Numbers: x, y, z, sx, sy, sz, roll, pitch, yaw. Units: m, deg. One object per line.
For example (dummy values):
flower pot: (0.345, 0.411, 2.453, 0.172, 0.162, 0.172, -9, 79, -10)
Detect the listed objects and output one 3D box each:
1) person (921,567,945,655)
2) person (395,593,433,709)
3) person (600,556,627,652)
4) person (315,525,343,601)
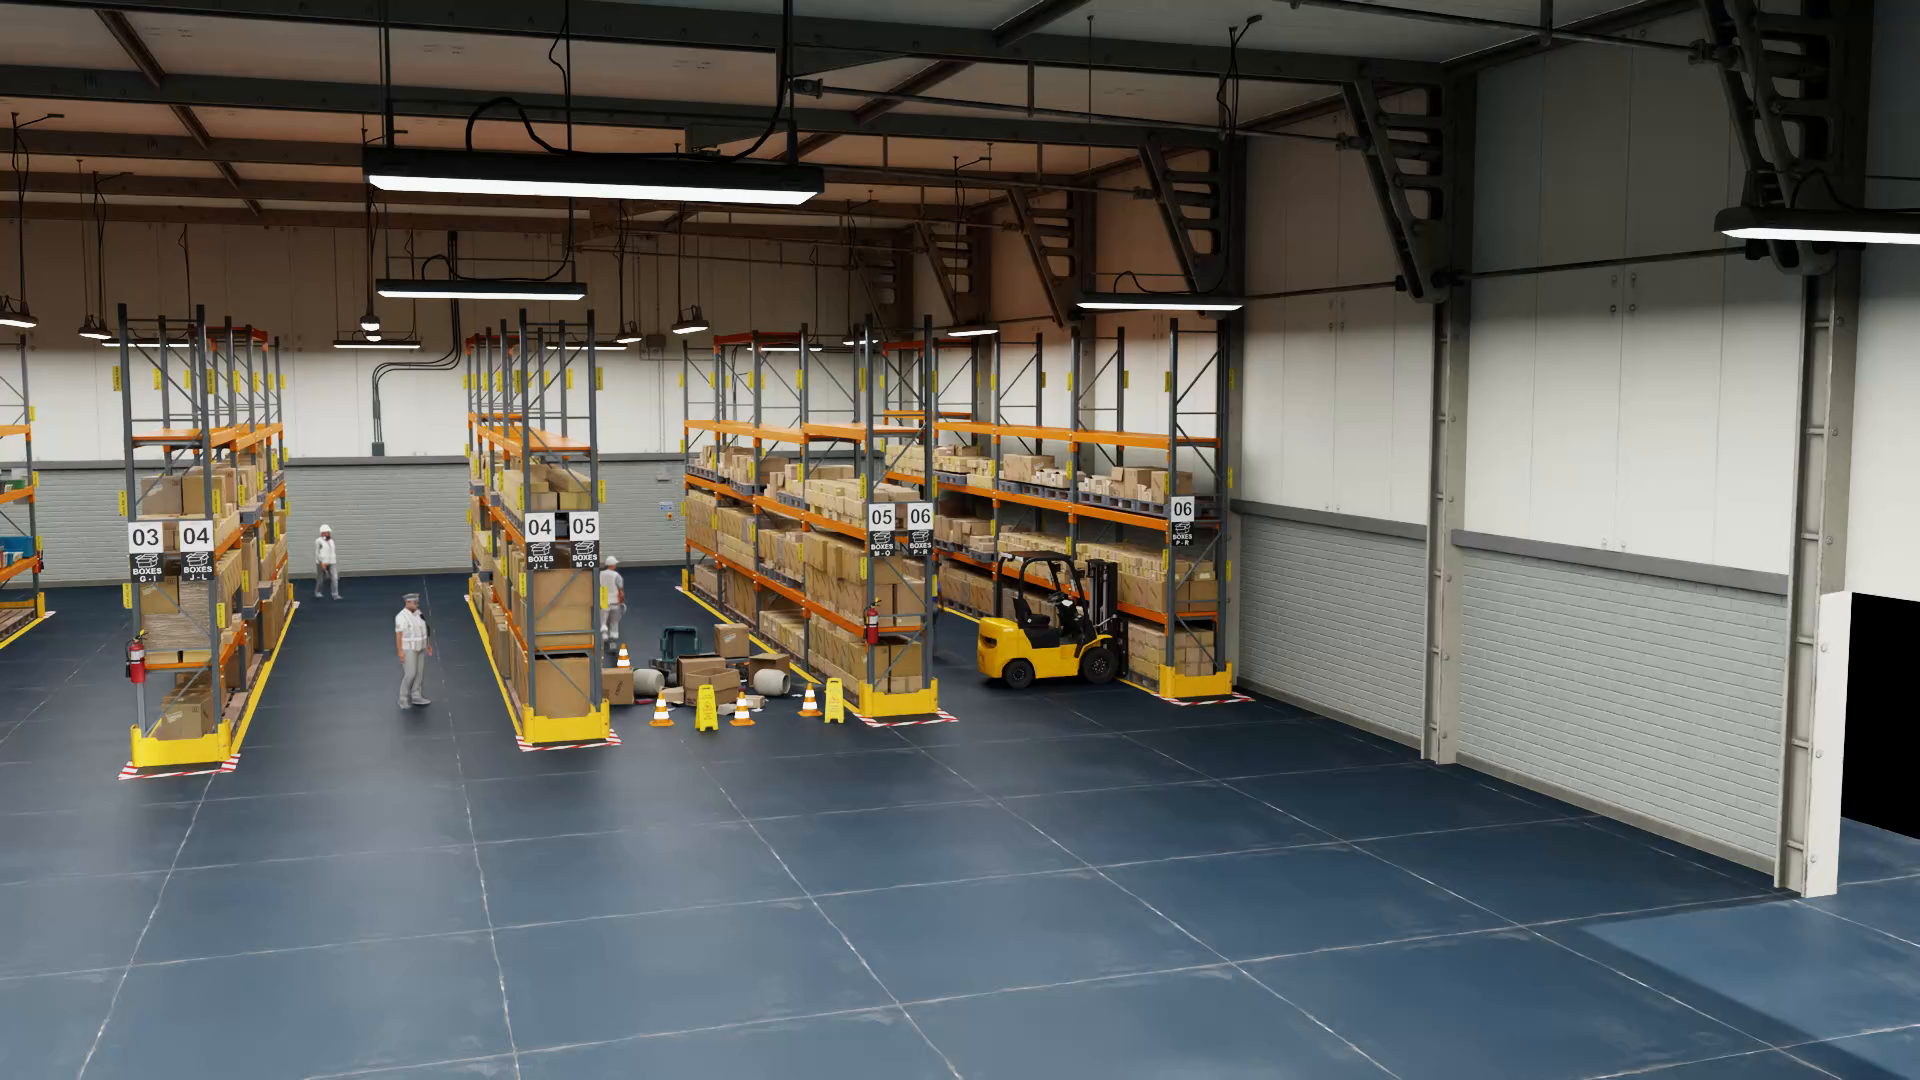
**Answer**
person: (-0.578, 1.336, 30.567, 0.501, 1.684, 0.749, -2, 6, -21)
person: (-8.464, 1.718, 25.757, 0.421, 1.803, 0.601, 2, 6, 20)
person: (-6.447, 1.190, 30.655, 0.595, 1.778, 0.539, -2, 6, -16)
person: (-14.542, 0.527, 38.134, 0.516, 1.740, 0.983, -5, 7, -43)
